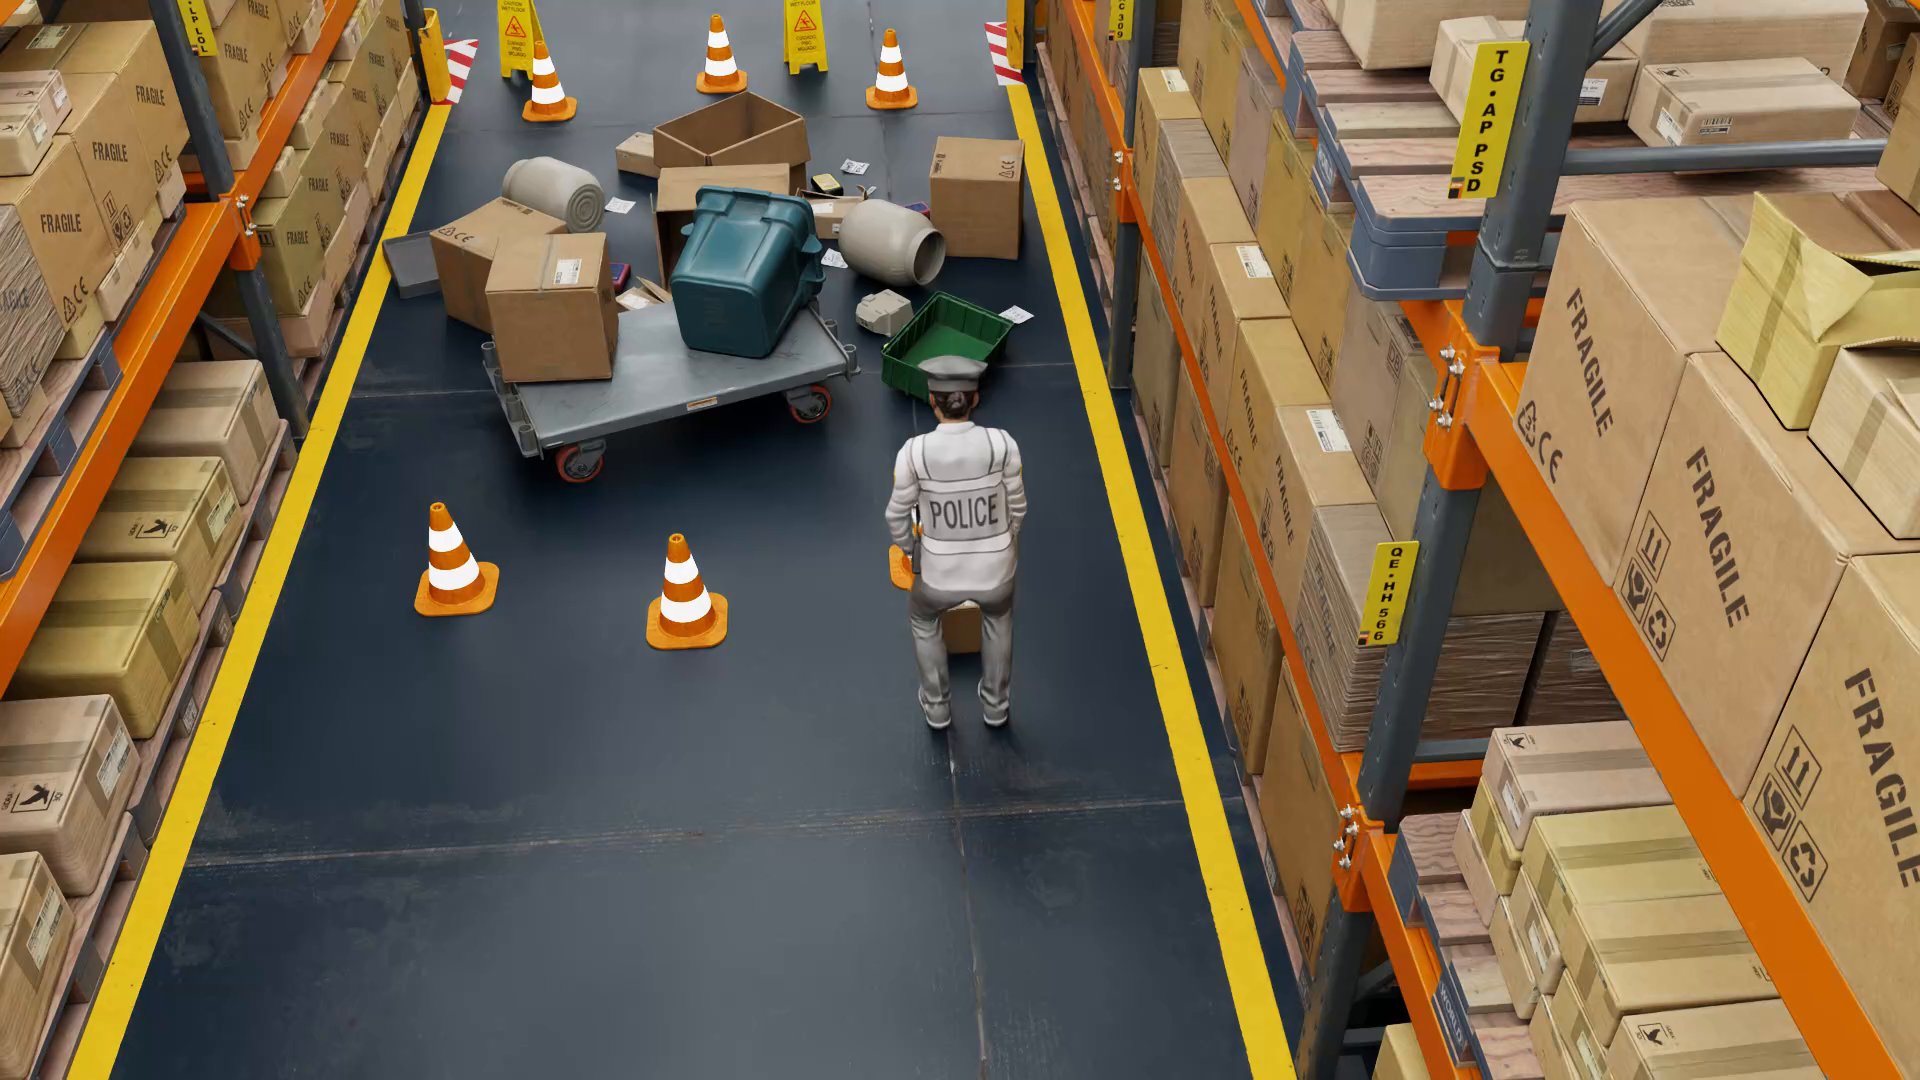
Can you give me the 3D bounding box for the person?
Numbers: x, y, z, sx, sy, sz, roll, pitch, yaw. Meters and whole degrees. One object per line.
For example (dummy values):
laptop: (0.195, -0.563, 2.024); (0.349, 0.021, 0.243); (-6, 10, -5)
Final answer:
person: (-0.014, 0.055, 6.167); (0.516, 1.576, 0.526); (-2, 39, -3)
